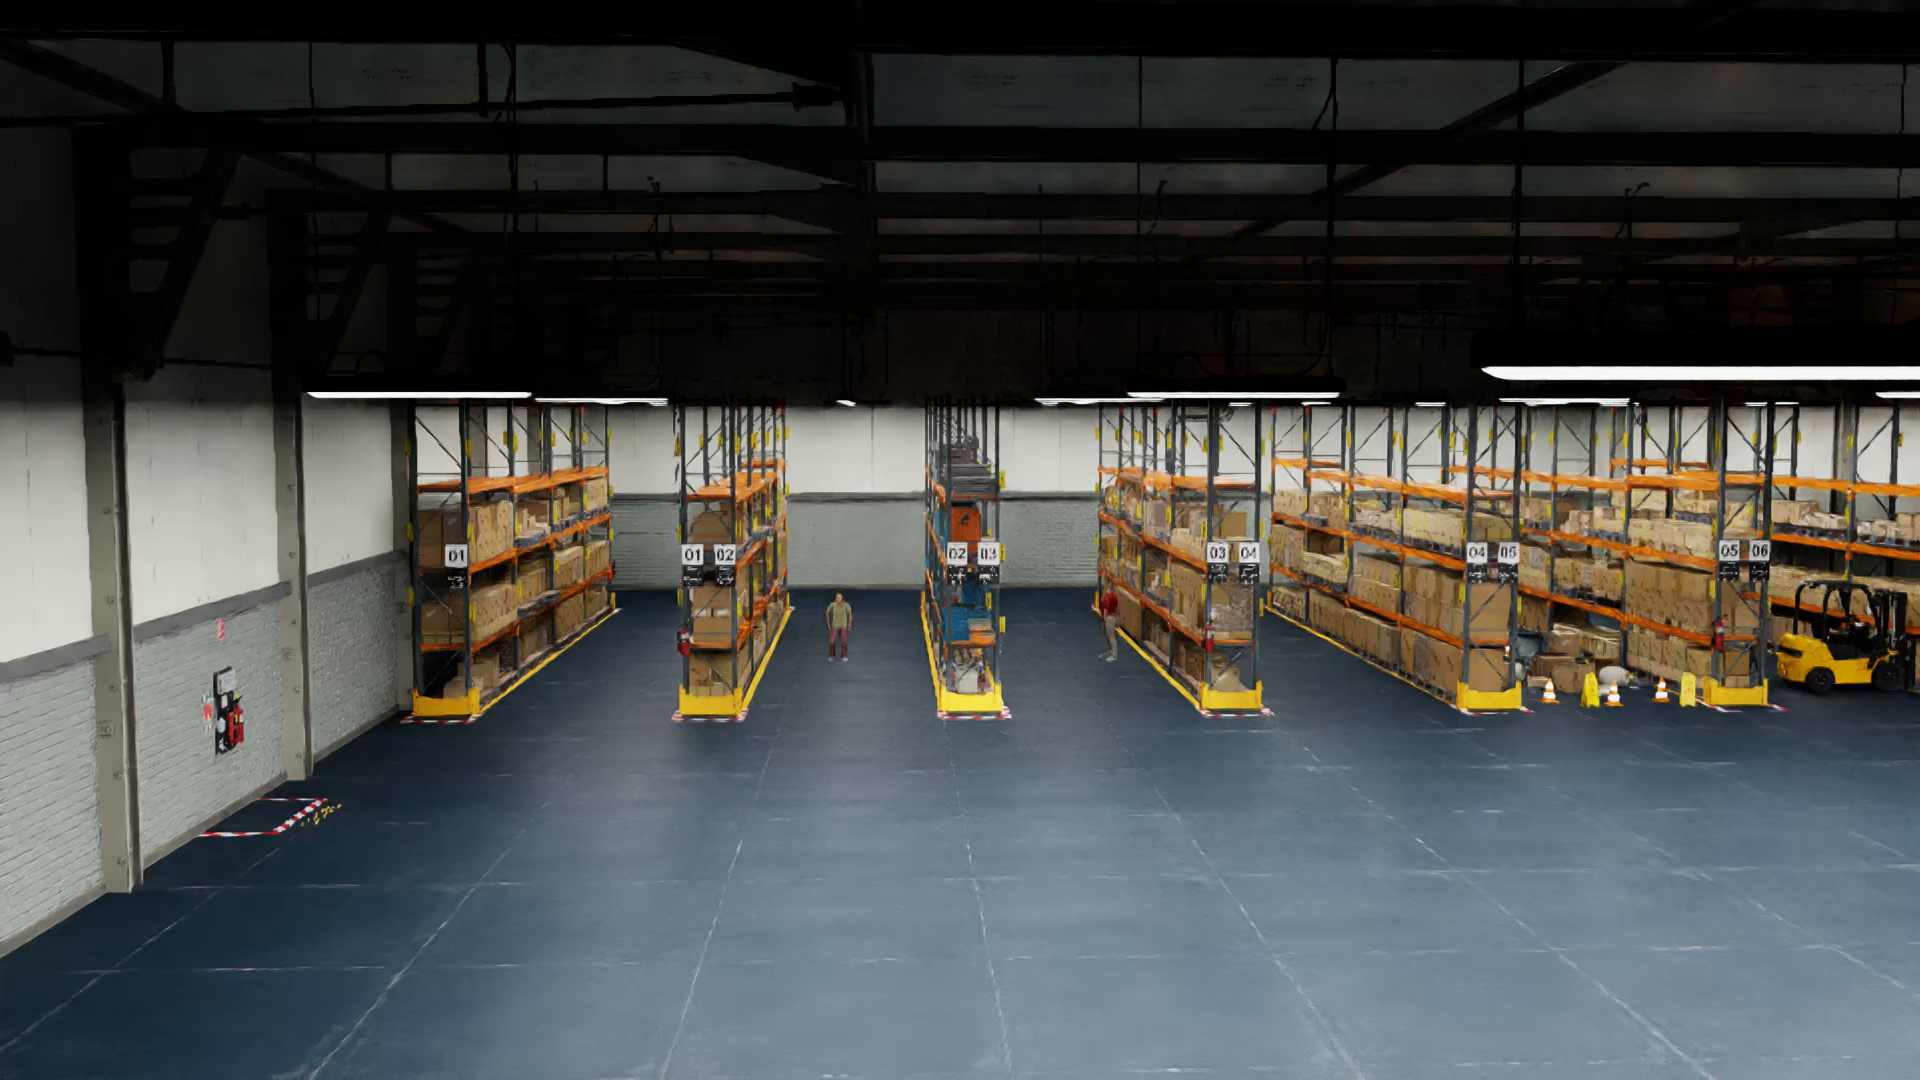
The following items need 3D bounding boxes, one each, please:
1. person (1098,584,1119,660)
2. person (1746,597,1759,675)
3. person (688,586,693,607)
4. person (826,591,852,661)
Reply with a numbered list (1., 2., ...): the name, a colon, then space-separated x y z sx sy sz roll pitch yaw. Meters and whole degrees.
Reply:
1. person: 3.387 1.850 37.955 0.580 1.721 0.655 2 5 27
2. person: 17.045 2.052 35.858 0.551 1.653 0.574 2 5 28
3. person: -6.759 1.498 42.676 0.577 1.691 1.121 0 5 0
4. person: -2.737 1.947 37.661 0.598 1.619 0.507 0 5 -4
